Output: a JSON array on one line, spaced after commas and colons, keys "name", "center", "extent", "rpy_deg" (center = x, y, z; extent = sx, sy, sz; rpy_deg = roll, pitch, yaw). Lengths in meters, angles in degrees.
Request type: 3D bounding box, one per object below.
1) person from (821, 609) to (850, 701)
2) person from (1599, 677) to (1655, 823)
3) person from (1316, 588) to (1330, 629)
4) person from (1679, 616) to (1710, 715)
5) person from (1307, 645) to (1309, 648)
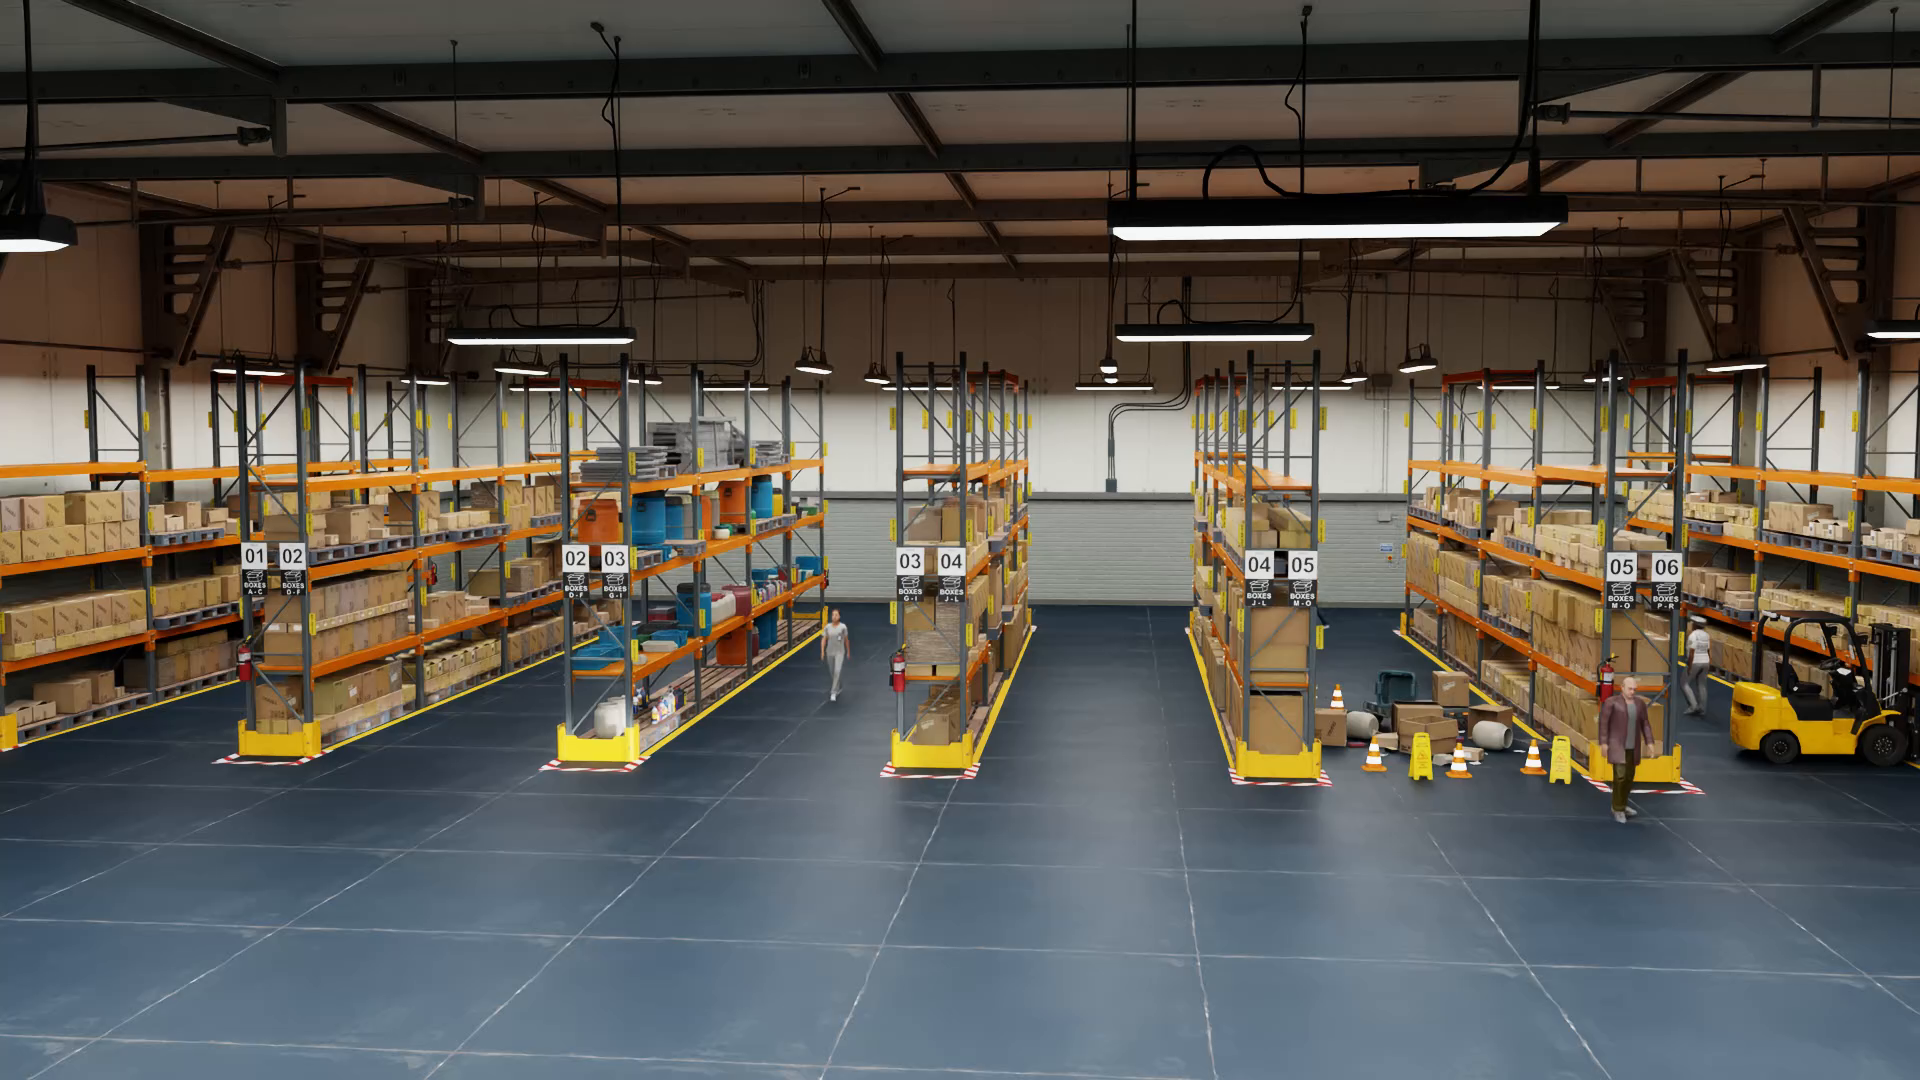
[{"name": "person", "center": [-2.271, 2.043, 30.000], "extent": [0.446, 1.606, 1.072], "rpy_deg": [1, 4, 14]}, {"name": "person", "center": [8.407, 2.644, 21.006], "extent": [0.646, 1.855, 0.556], "rpy_deg": [-1, 4, -11]}, {"name": "person", "center": [8.357, 1.384, 39.915], "extent": [1.026, 1.523, 0.369], "rpy_deg": [1, 4, 11]}, {"name": "person", "center": [12.602, 2.153, 28.460], "extent": [0.505, 1.702, 0.370], "rpy_deg": [-2, 4, -23]}, {"name": "person", "center": [7.480, 1.498, 36.566], "extent": [0.461, 1.782, 0.609], "rpy_deg": [-2, 5, -30]}]
